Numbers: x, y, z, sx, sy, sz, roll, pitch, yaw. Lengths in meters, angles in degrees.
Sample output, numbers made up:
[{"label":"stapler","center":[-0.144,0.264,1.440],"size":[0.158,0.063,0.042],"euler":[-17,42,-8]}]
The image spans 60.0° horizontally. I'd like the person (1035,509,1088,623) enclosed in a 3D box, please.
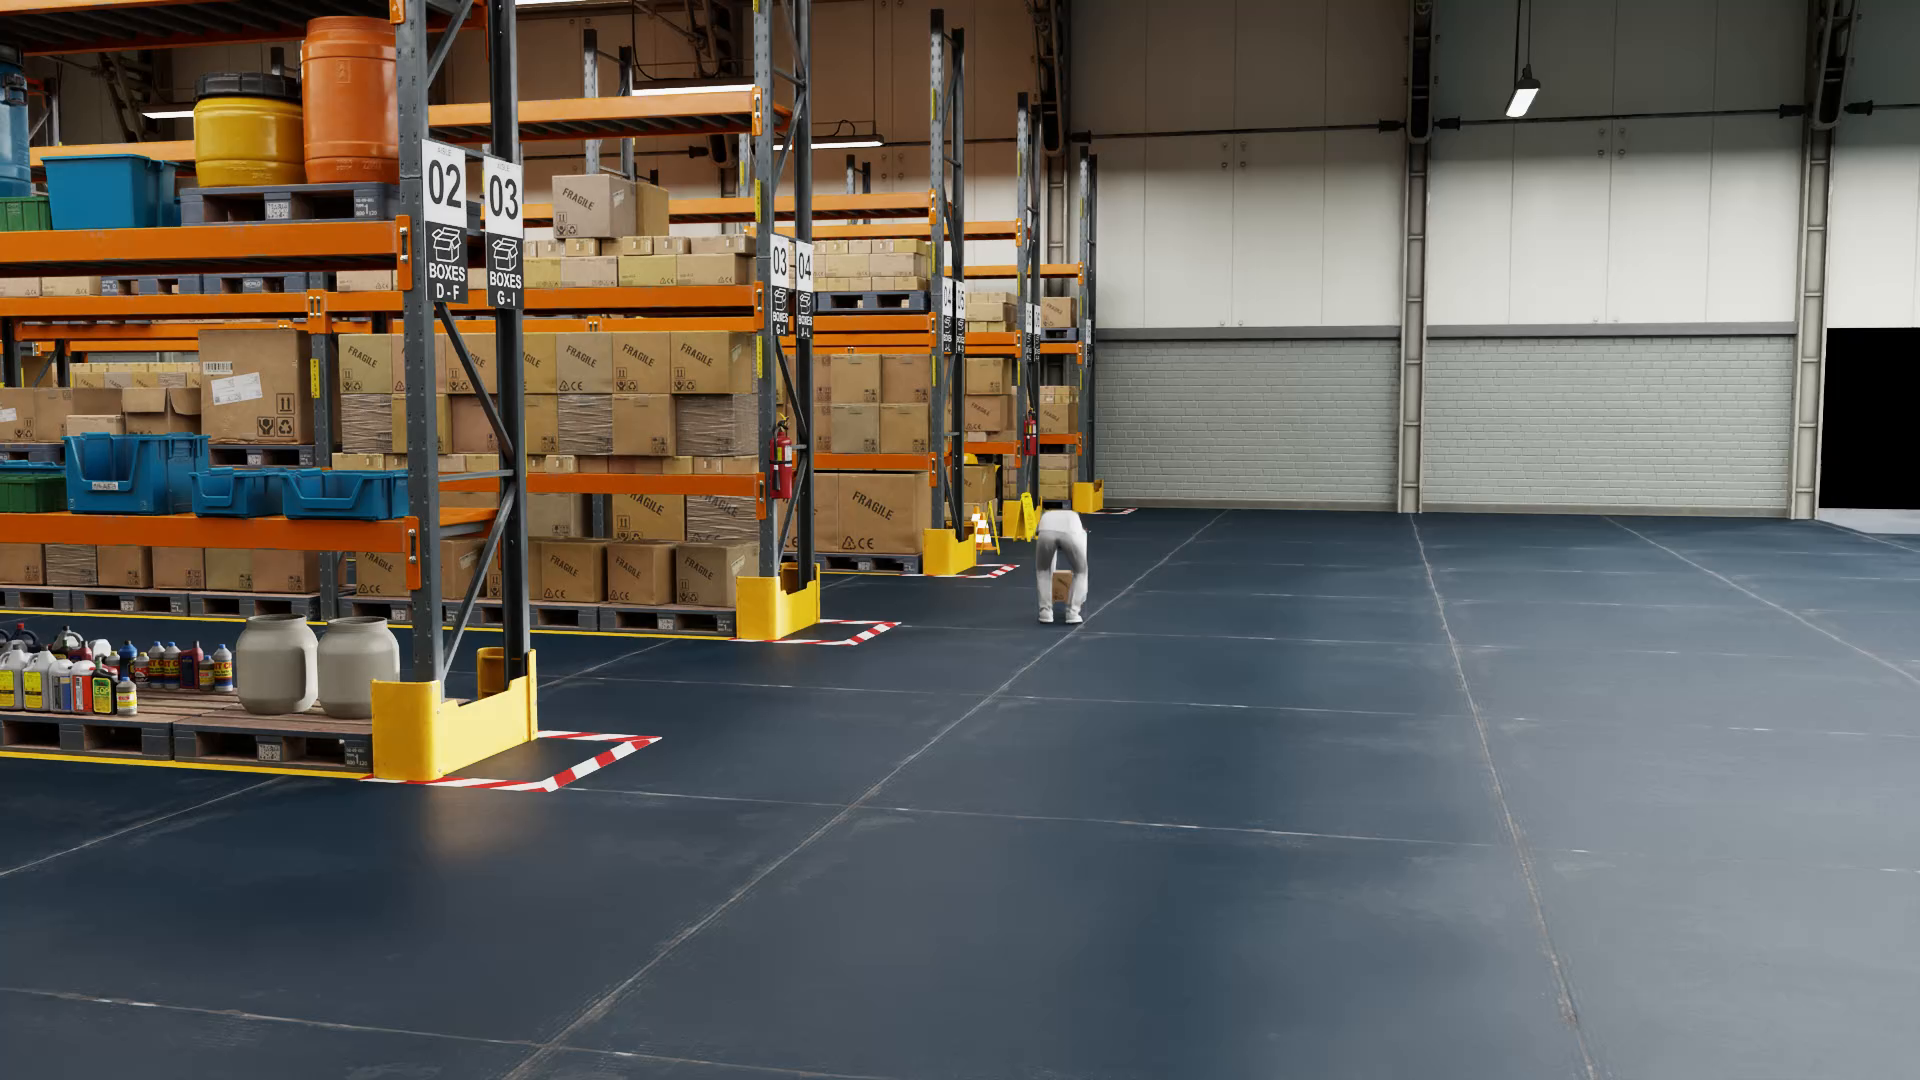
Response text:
[{"label":"person","center":[0.890,0.210,14.369],"size":[0.444,0.972,0.901],"euler":[1,5,11]}]
